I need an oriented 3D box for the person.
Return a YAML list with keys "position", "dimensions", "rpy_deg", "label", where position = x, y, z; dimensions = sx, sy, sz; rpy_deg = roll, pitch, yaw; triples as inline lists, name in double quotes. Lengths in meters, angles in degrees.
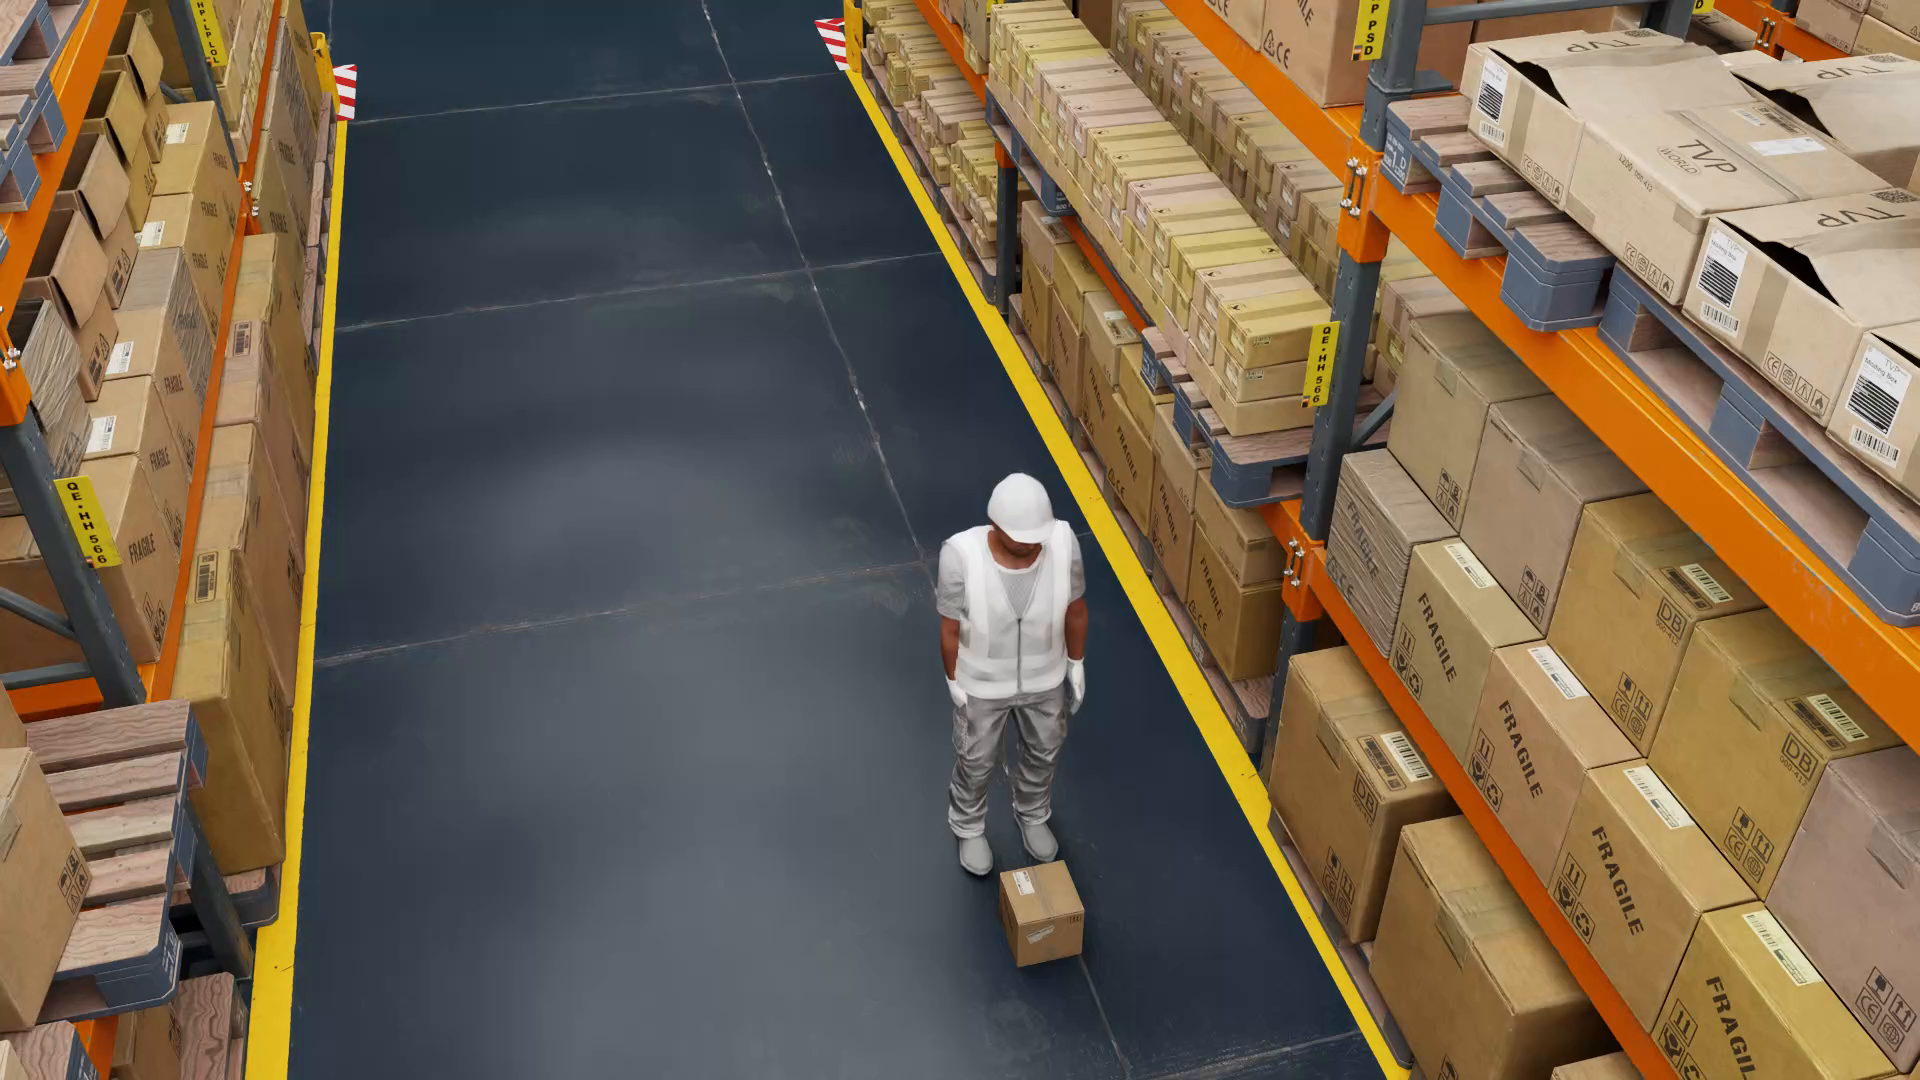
- position: [0.194, 0.488, 6.076]
  dimensions: [0.546, 1.776, 0.363]
  rpy_deg: [-9, 39, -11]
  label: "person"
